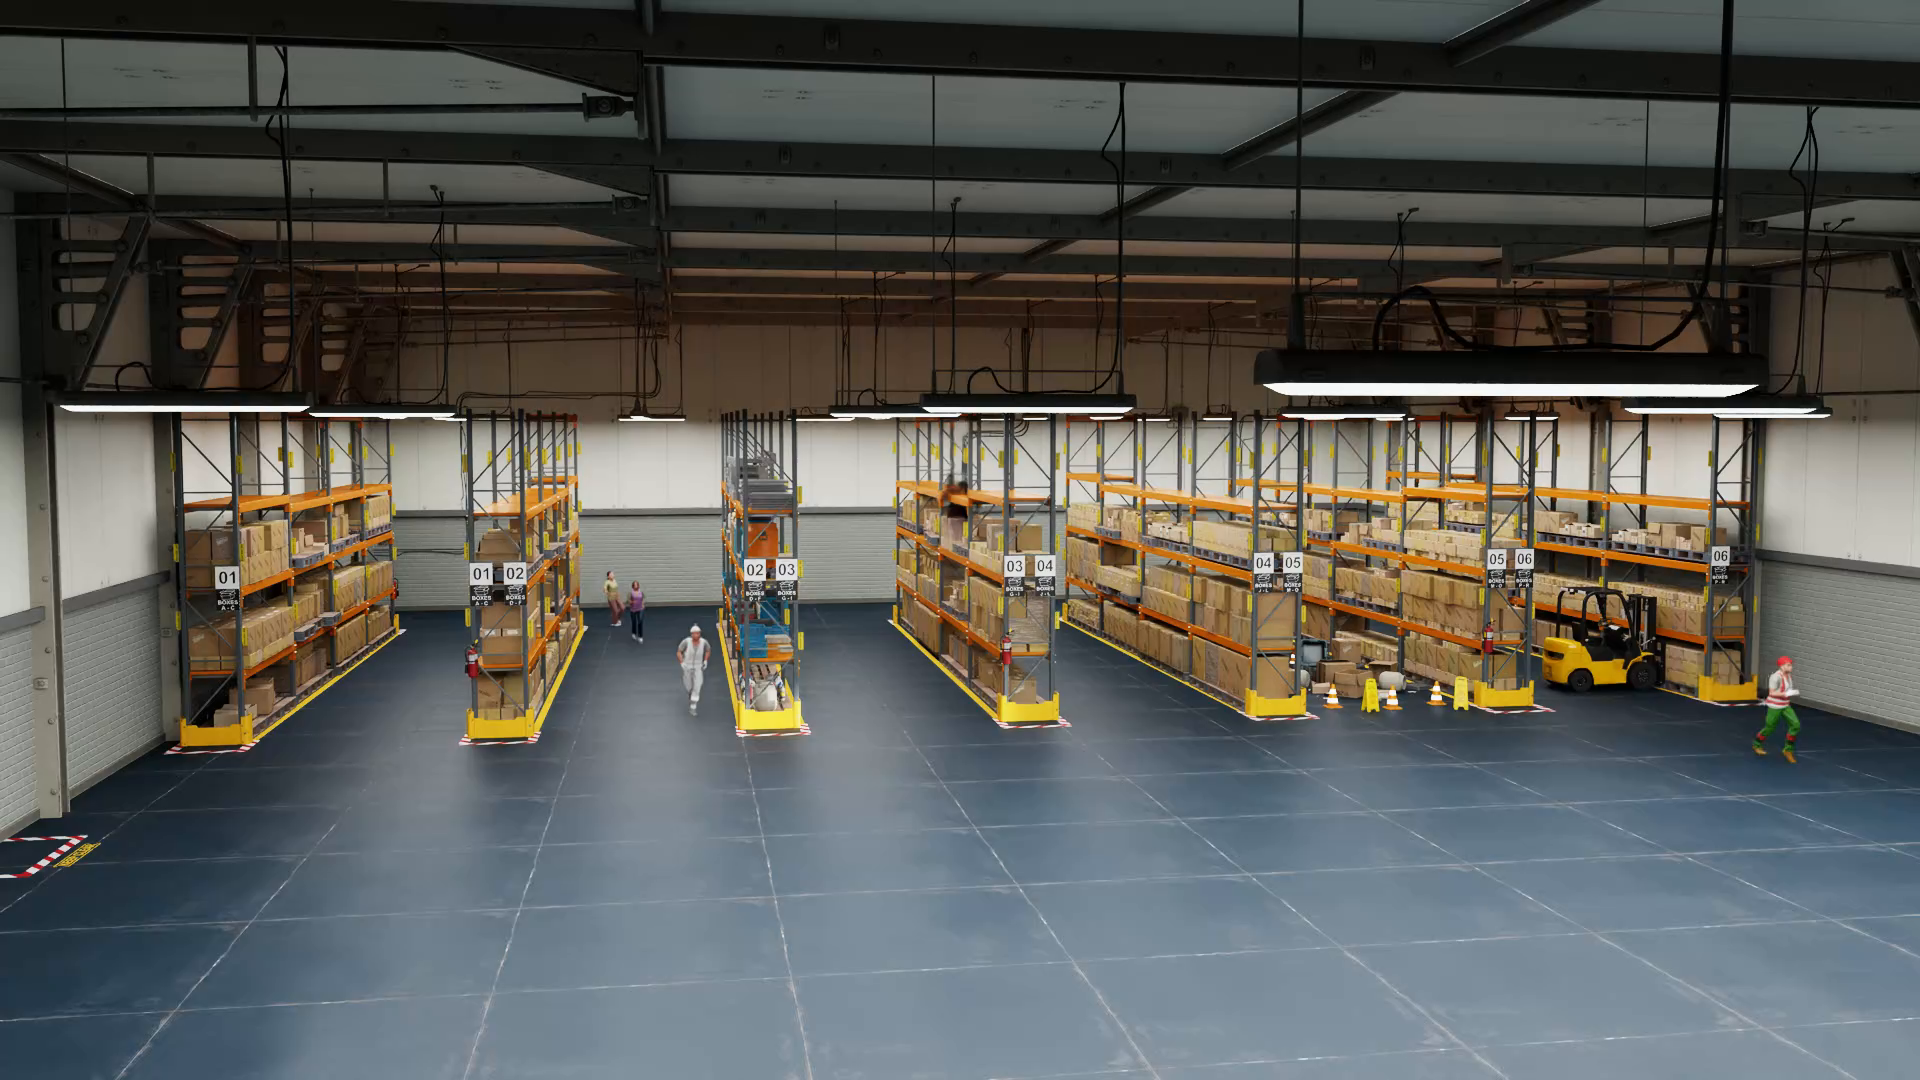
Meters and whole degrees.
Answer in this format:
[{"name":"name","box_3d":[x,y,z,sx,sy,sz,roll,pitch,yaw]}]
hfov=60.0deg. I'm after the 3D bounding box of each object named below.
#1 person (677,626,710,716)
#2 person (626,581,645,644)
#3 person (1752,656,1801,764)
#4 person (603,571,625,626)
[{"name":"person","box_3d":[-5.285,2.562,33.026,0.659,1.766,0.986,-1,4,-12]},{"name":"person","box_3d":[-8.483,1.880,43.543,0.529,1.632,0.810,-1,4,-19]},{"name":"person","box_3d":[13.889,2.864,28.262,0.693,1.815,0.866,-2,5,-32]},{"name":"person","box_3d":[-9.769,1.657,46.895,0.521,1.593,0.664,3,5,38]}]
